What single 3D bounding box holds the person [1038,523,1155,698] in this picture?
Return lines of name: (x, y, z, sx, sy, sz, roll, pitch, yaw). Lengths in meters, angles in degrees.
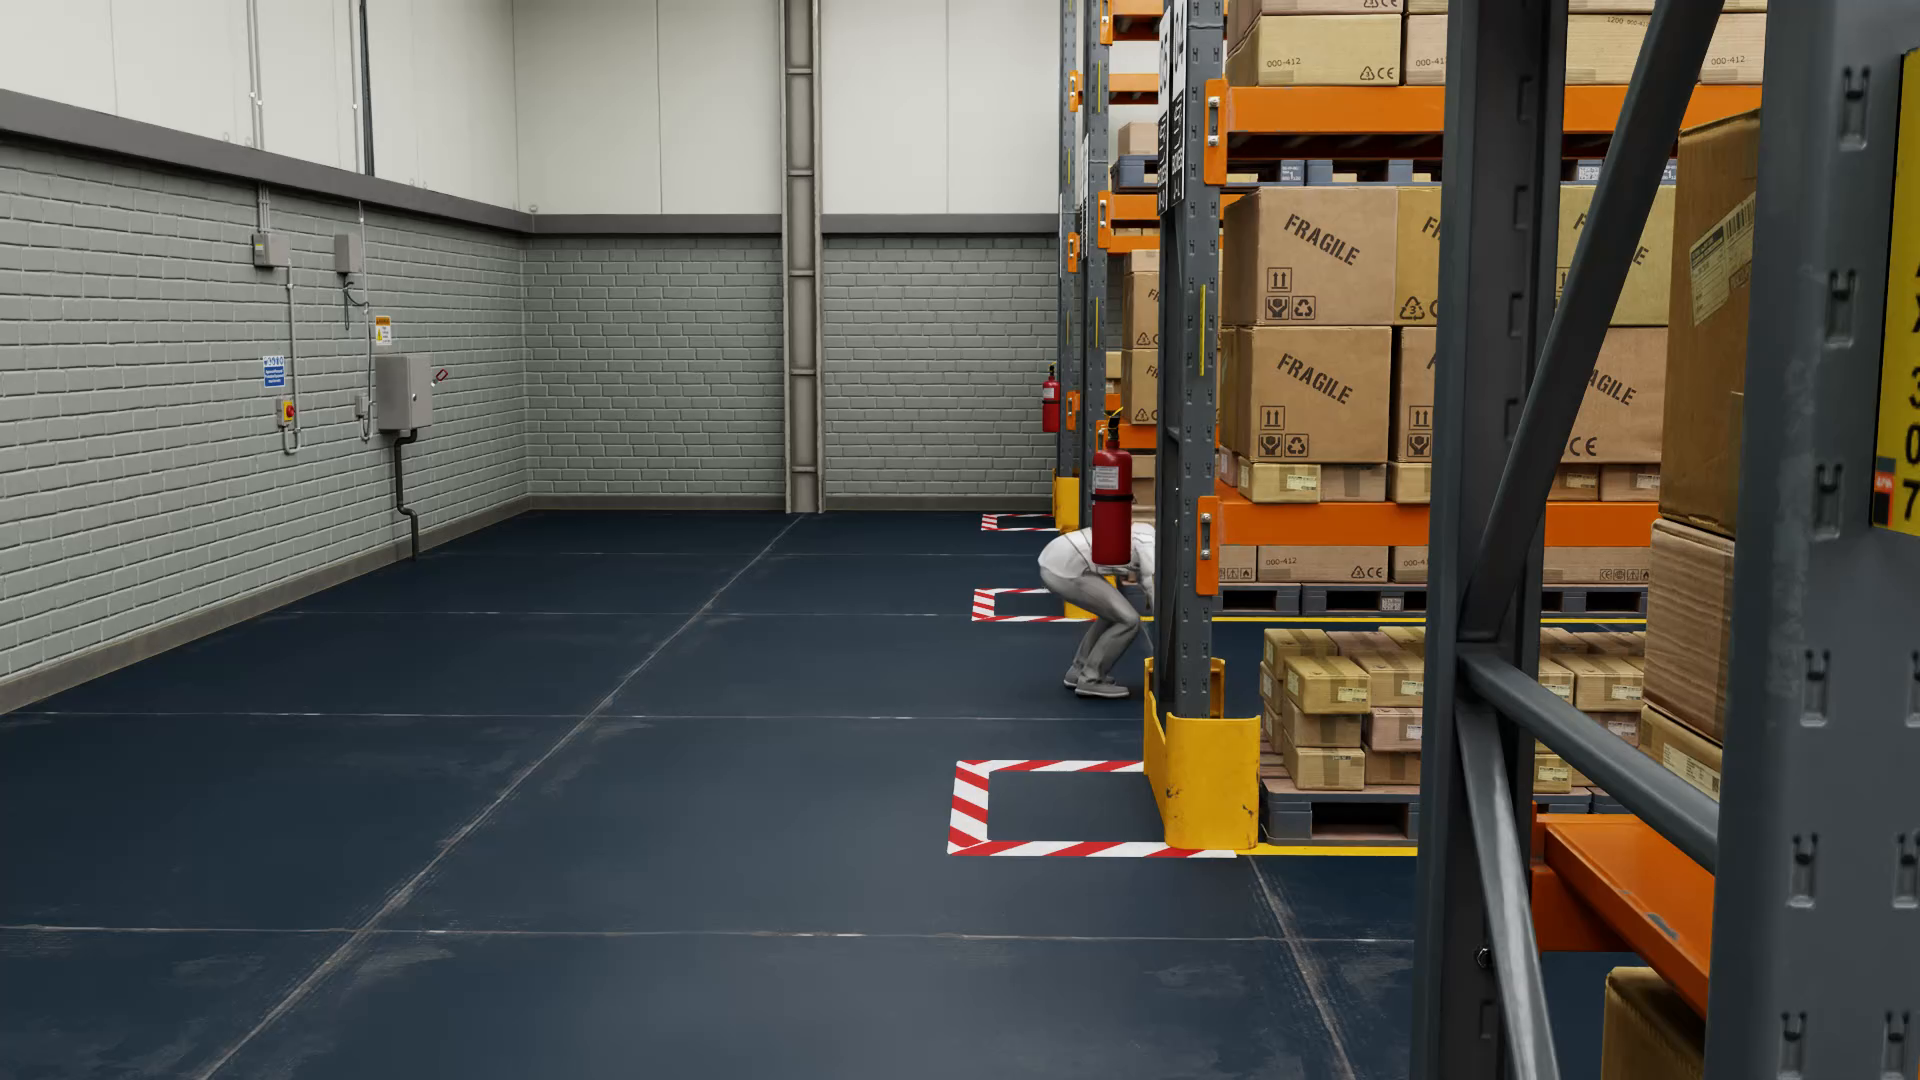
person: (0.873, 0.329, 8.874, 0.917, 0.990, 0.460, 0, 7, -1)
